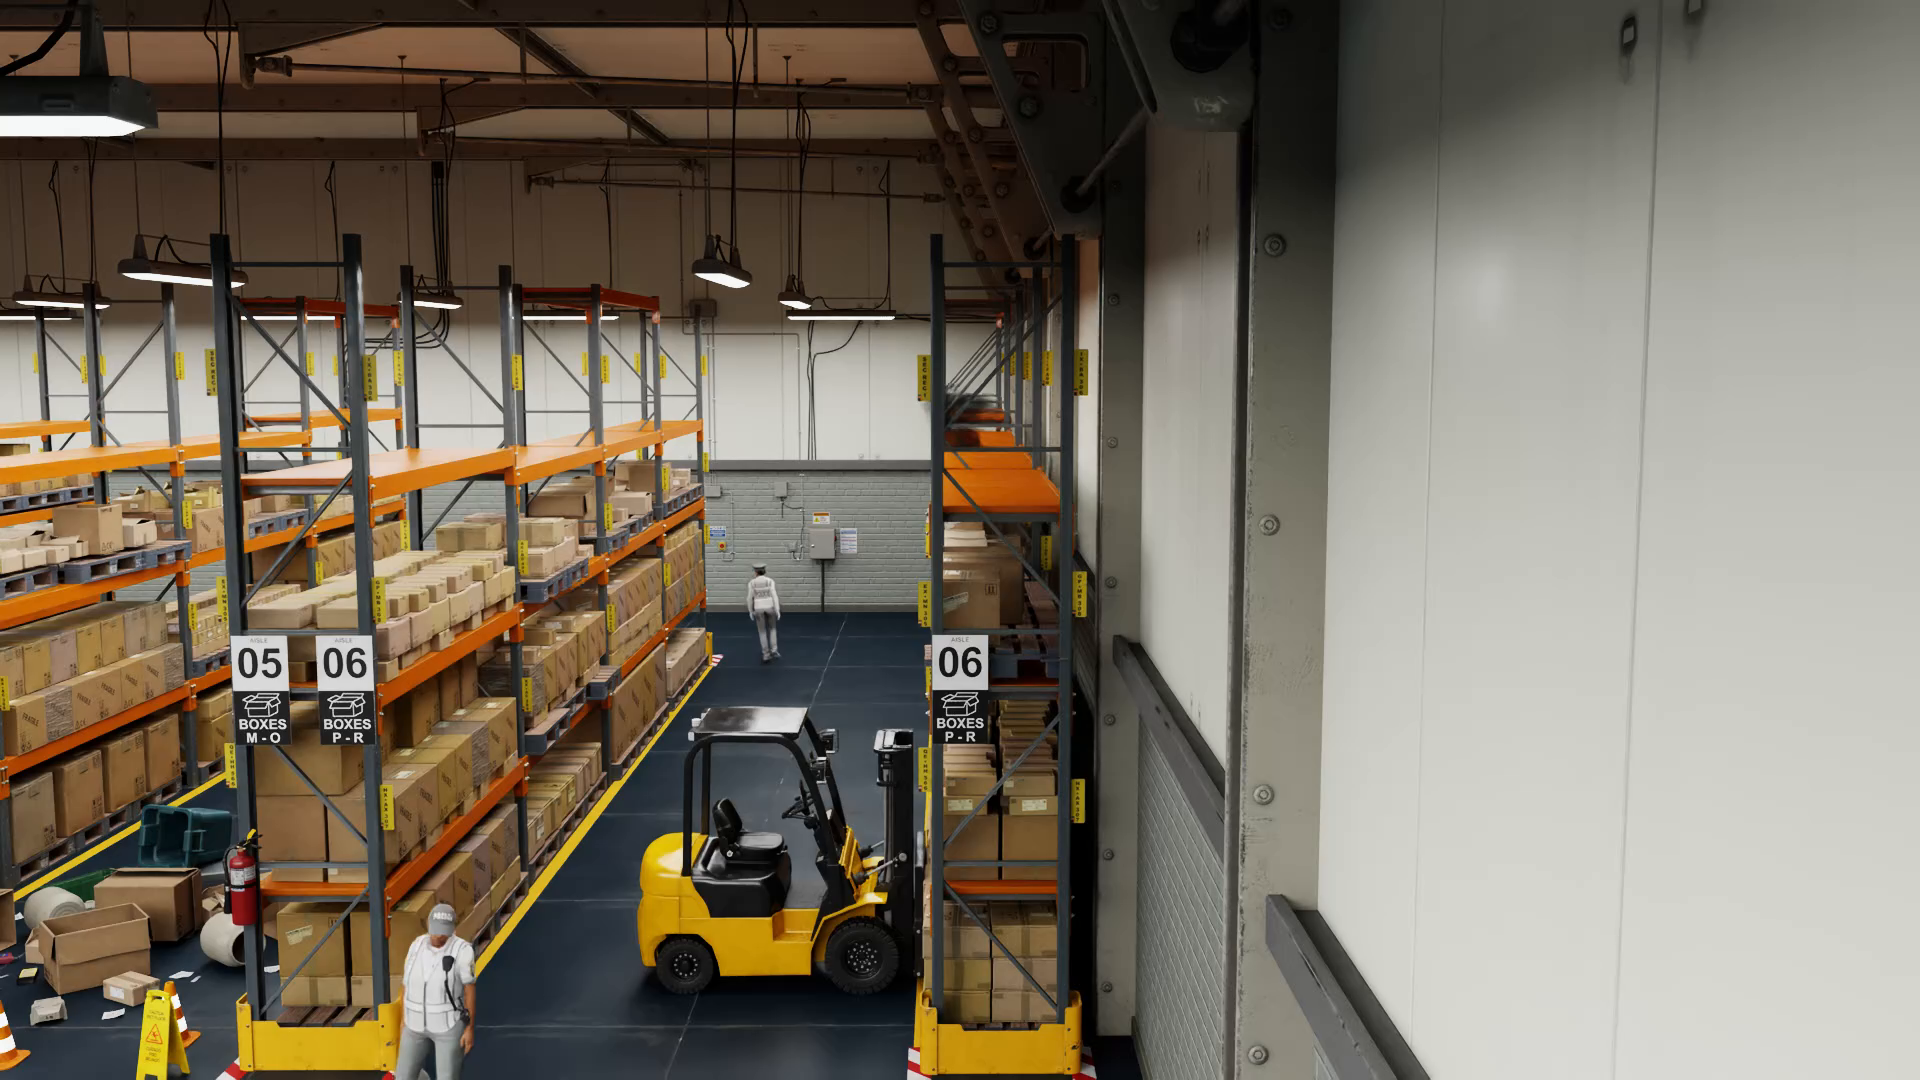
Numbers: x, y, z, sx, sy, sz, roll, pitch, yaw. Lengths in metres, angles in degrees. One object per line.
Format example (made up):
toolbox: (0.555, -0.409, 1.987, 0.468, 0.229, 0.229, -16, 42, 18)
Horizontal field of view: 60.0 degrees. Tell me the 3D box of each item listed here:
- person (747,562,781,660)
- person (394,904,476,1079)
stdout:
person: (-3.329, 1.223, 28.240, 0.566, 1.667, 0.472, -1, 6, -11)
person: (-3.452, 3.154, 10.896, 0.620, 1.643, 0.496, 1, 6, 8)
